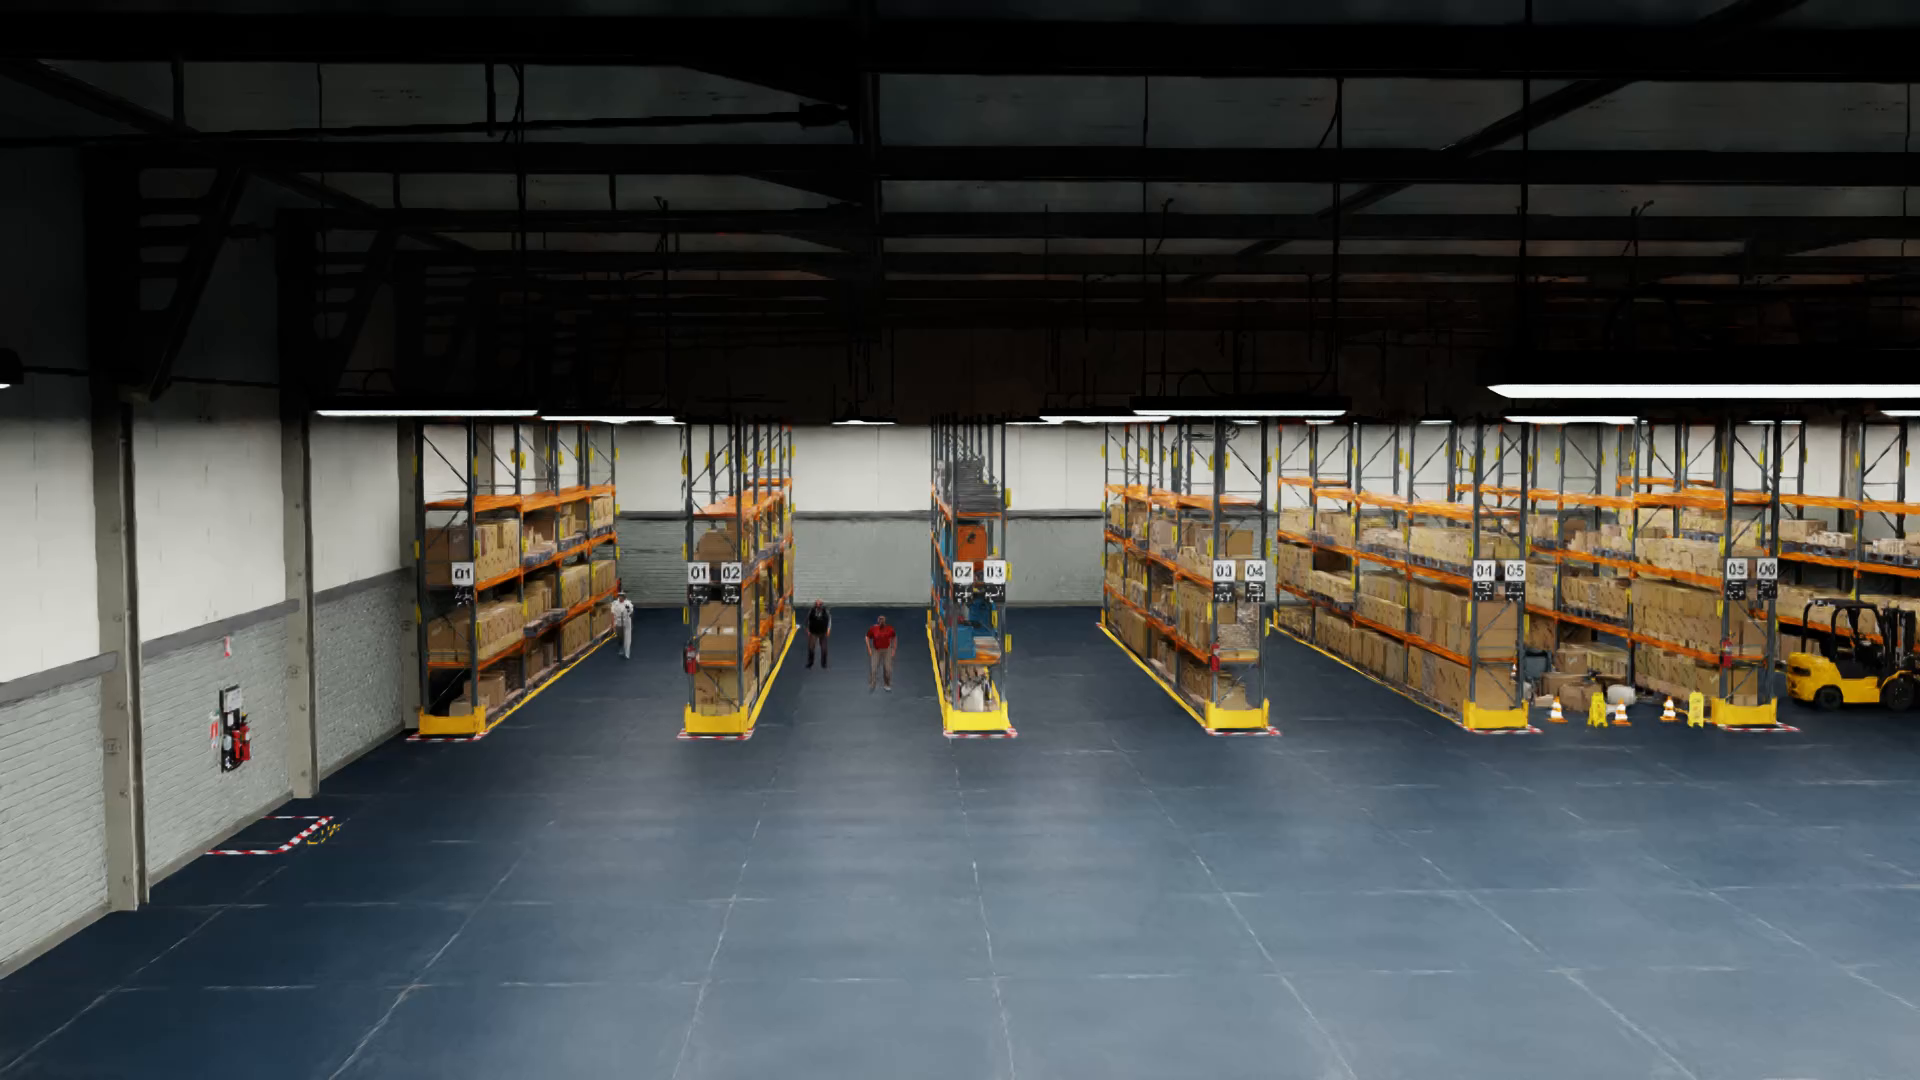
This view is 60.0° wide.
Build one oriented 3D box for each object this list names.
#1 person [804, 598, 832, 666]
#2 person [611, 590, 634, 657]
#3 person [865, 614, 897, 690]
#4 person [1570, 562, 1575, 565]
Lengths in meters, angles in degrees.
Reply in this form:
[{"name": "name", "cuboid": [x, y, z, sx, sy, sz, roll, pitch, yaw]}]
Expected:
[{"name": "person", "cuboid": [-3.391, 2.195, 39.677, 0.663, 1.674, 0.534, 0, 4, -4]}, {"name": "person", "cuboid": [-8.386, 2.054, 41.274, 0.547, 1.670, 1.116, 0, 4, -5]}, {"name": "person", "cuboid": [-1.711, 2.433, 36.110, 0.682, 1.676, 0.529, 0, 4, -5]}, {"name": "person", "cuboid": [17.897, 1.538, 48.662, 0.554, 1.768, 0.672, -2, 4, -25]}]
